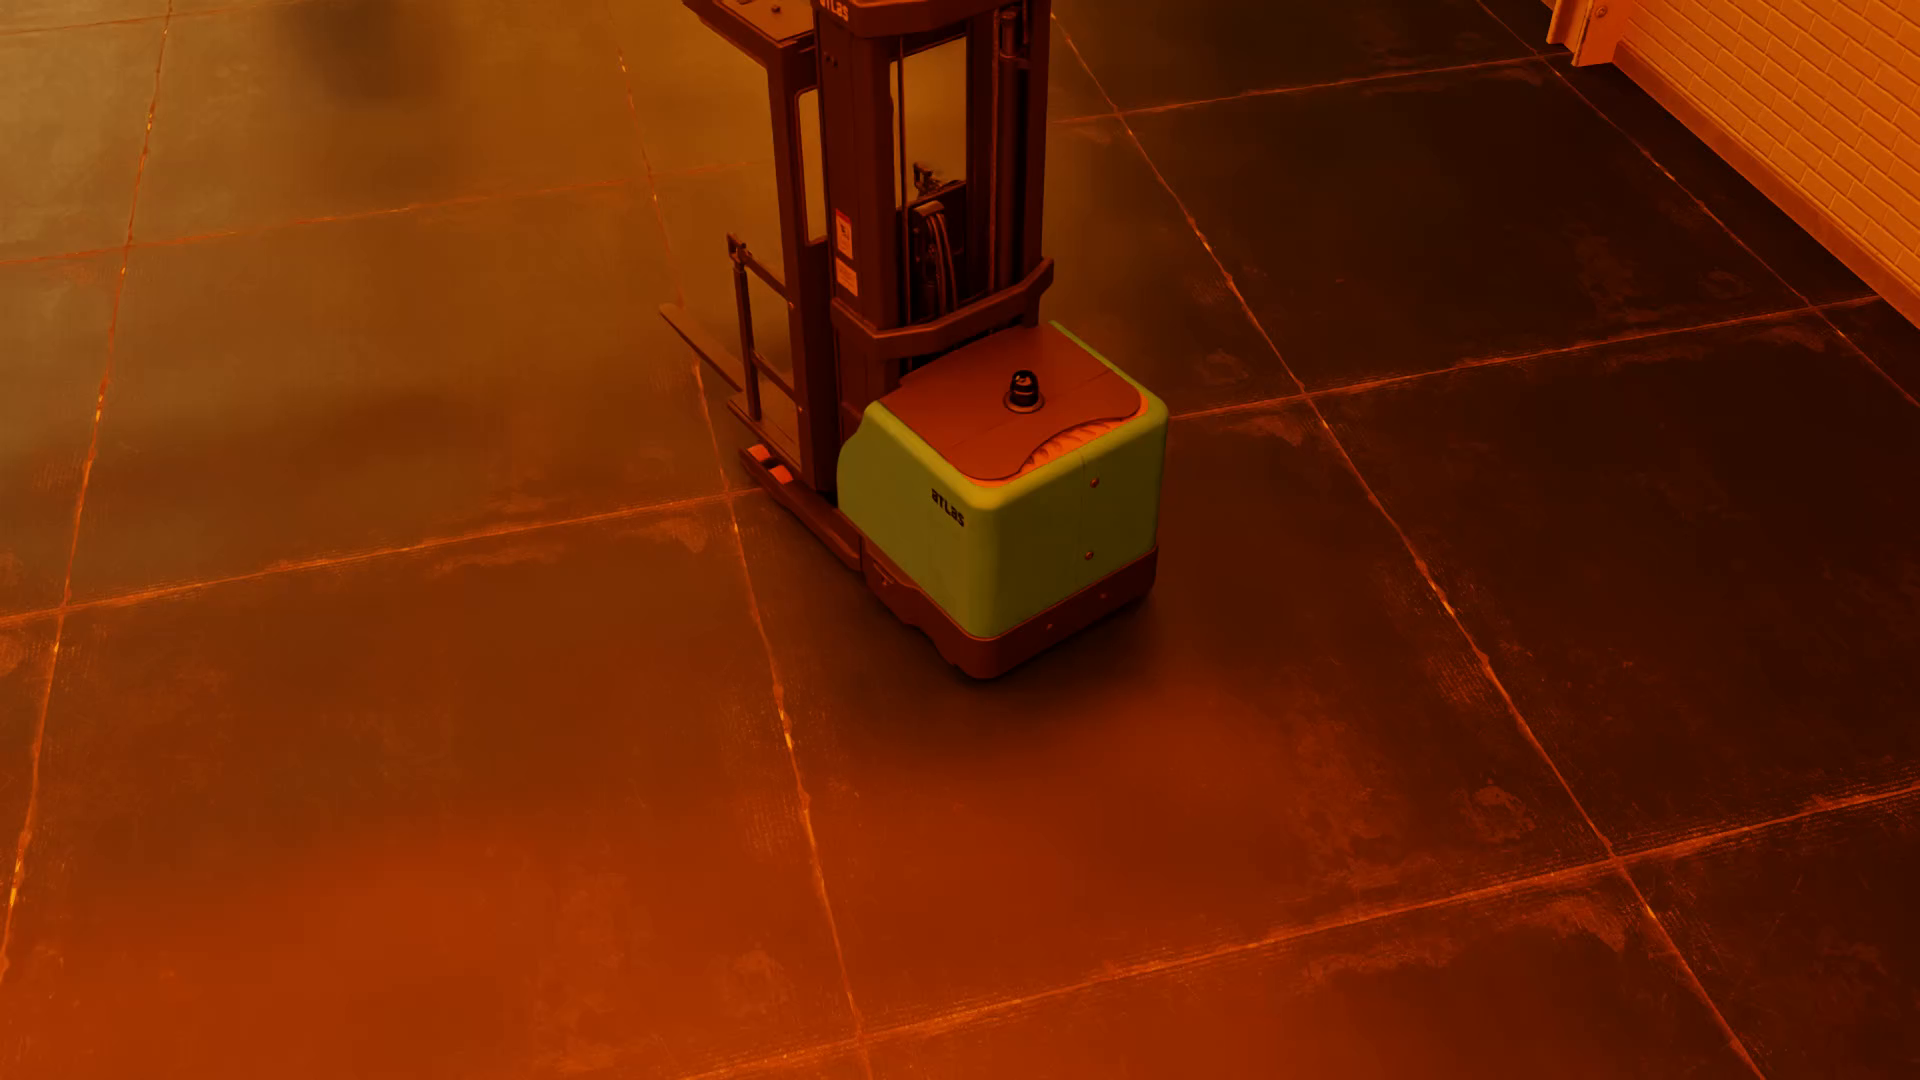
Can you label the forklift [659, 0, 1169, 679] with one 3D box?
[{"bbox_3d":[-0.411,-1.440,7.169,1.130,2.935,3.031,-27,50,-26],"label":"forklift"}]
